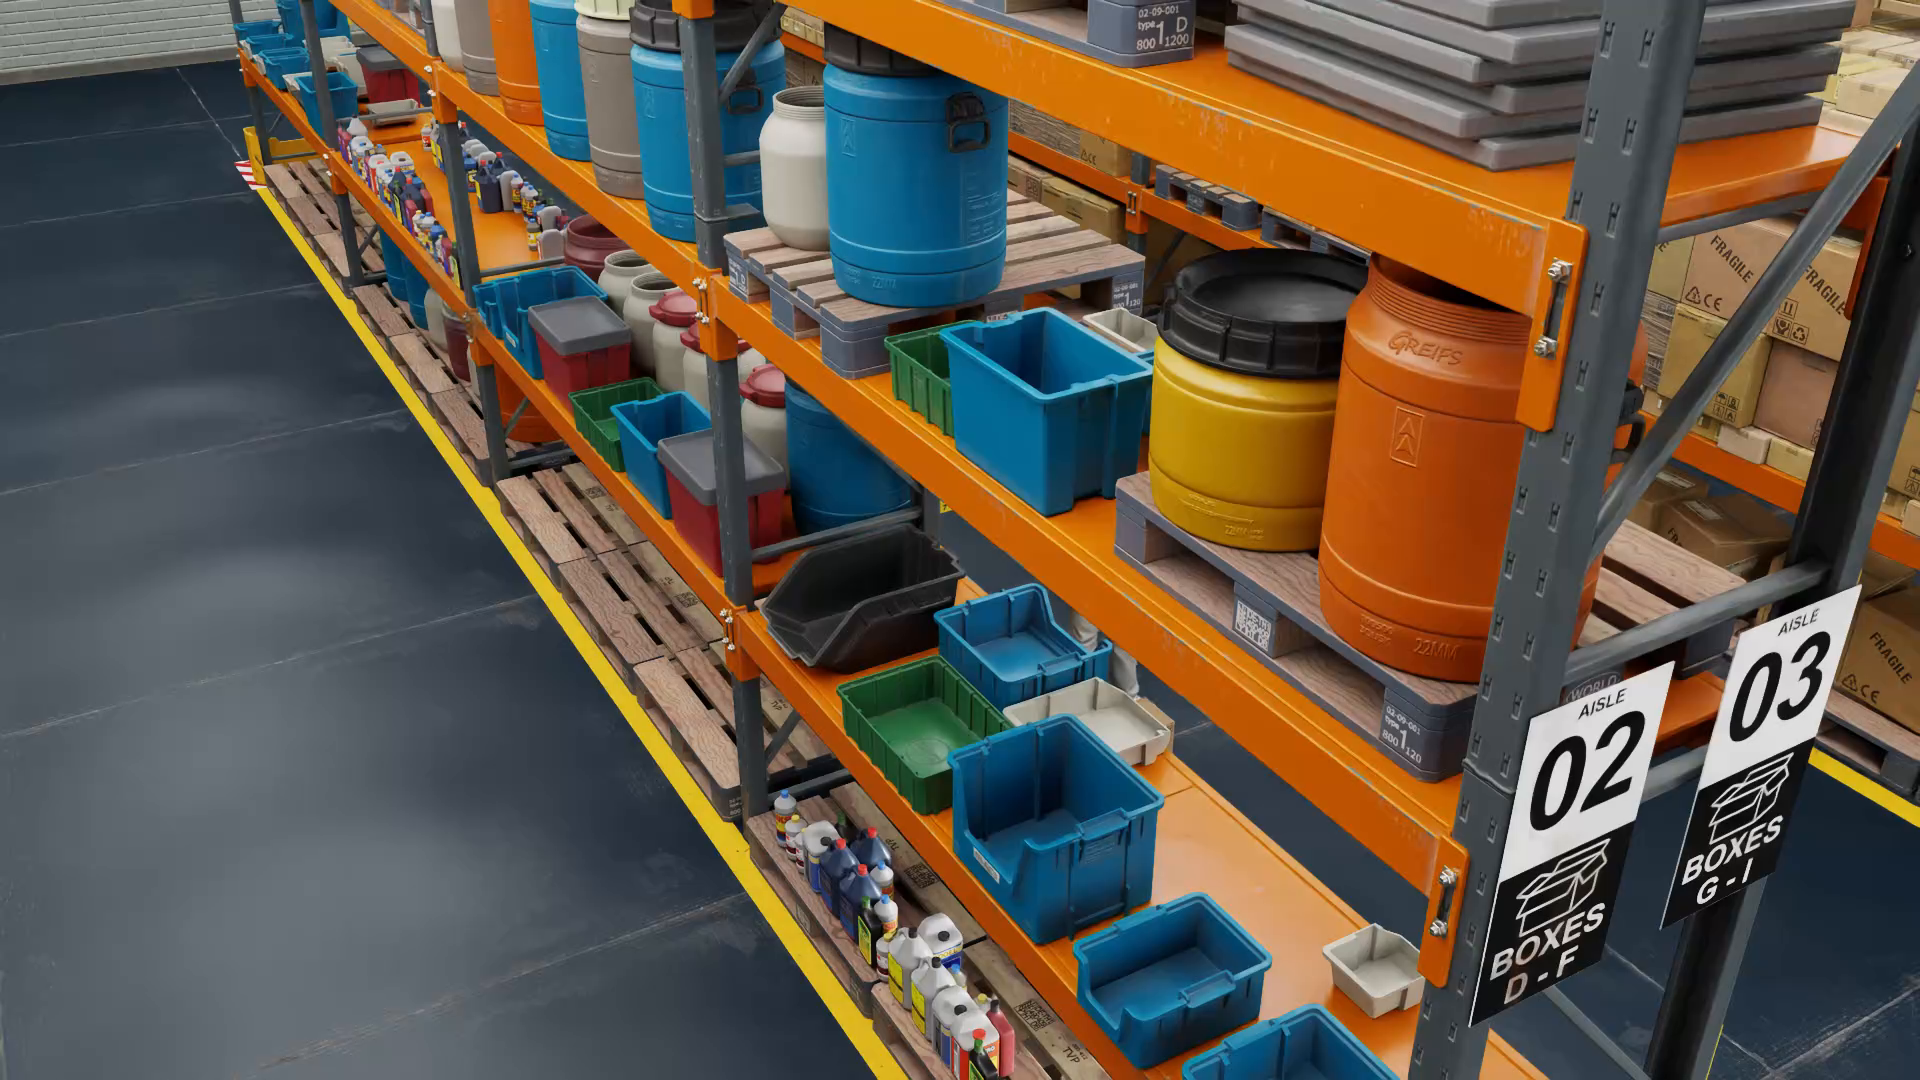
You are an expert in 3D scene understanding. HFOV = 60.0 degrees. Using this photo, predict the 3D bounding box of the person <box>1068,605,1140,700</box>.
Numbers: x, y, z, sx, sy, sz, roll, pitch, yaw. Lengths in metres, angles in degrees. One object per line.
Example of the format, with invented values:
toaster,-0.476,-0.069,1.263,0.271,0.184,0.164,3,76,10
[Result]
person,0.700,0.149,8.259,0.472,1.687,0.458,-12,31,-21
